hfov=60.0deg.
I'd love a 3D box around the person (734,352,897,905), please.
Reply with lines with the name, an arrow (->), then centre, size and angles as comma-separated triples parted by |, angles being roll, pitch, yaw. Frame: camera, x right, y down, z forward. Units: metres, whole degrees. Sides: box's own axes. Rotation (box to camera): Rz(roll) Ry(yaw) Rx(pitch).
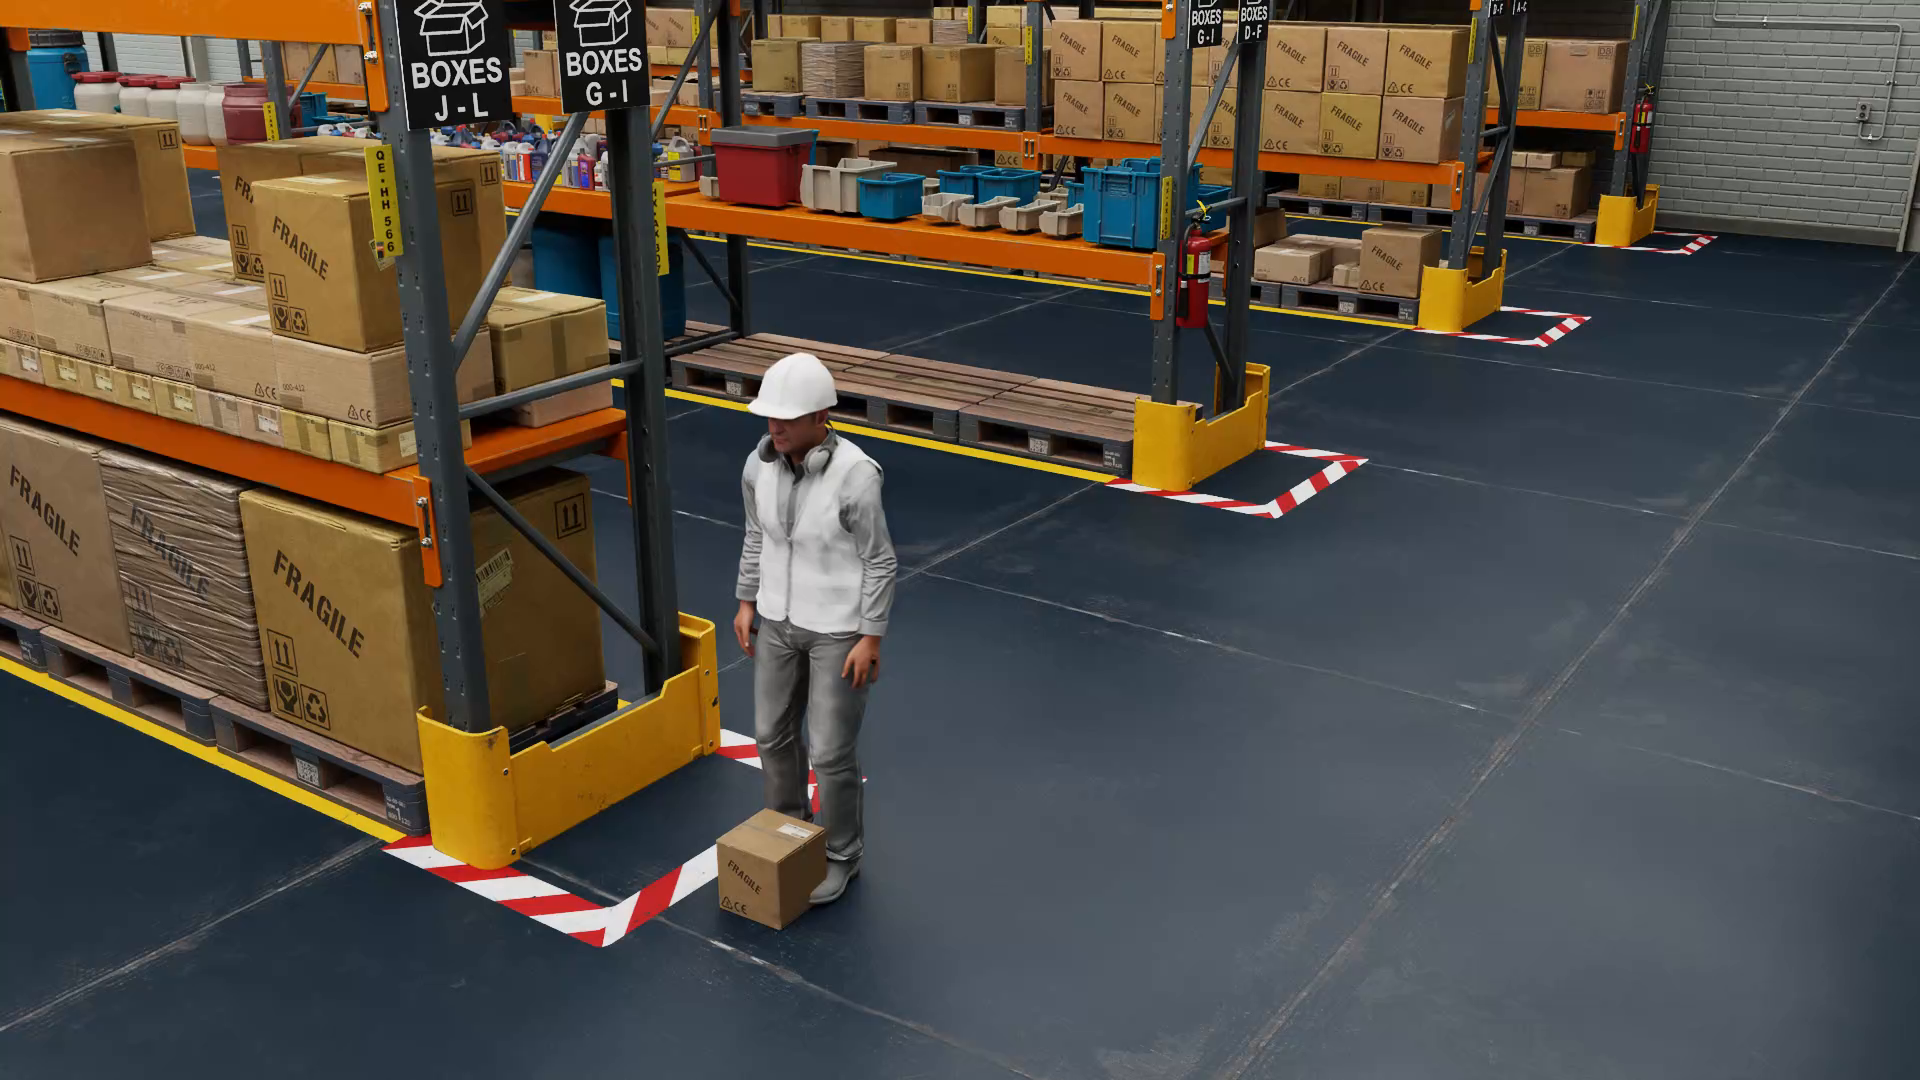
person -> -0.467, 0.264, 5.292 | 0.580, 1.772, 0.461 | 13, 23, 32
